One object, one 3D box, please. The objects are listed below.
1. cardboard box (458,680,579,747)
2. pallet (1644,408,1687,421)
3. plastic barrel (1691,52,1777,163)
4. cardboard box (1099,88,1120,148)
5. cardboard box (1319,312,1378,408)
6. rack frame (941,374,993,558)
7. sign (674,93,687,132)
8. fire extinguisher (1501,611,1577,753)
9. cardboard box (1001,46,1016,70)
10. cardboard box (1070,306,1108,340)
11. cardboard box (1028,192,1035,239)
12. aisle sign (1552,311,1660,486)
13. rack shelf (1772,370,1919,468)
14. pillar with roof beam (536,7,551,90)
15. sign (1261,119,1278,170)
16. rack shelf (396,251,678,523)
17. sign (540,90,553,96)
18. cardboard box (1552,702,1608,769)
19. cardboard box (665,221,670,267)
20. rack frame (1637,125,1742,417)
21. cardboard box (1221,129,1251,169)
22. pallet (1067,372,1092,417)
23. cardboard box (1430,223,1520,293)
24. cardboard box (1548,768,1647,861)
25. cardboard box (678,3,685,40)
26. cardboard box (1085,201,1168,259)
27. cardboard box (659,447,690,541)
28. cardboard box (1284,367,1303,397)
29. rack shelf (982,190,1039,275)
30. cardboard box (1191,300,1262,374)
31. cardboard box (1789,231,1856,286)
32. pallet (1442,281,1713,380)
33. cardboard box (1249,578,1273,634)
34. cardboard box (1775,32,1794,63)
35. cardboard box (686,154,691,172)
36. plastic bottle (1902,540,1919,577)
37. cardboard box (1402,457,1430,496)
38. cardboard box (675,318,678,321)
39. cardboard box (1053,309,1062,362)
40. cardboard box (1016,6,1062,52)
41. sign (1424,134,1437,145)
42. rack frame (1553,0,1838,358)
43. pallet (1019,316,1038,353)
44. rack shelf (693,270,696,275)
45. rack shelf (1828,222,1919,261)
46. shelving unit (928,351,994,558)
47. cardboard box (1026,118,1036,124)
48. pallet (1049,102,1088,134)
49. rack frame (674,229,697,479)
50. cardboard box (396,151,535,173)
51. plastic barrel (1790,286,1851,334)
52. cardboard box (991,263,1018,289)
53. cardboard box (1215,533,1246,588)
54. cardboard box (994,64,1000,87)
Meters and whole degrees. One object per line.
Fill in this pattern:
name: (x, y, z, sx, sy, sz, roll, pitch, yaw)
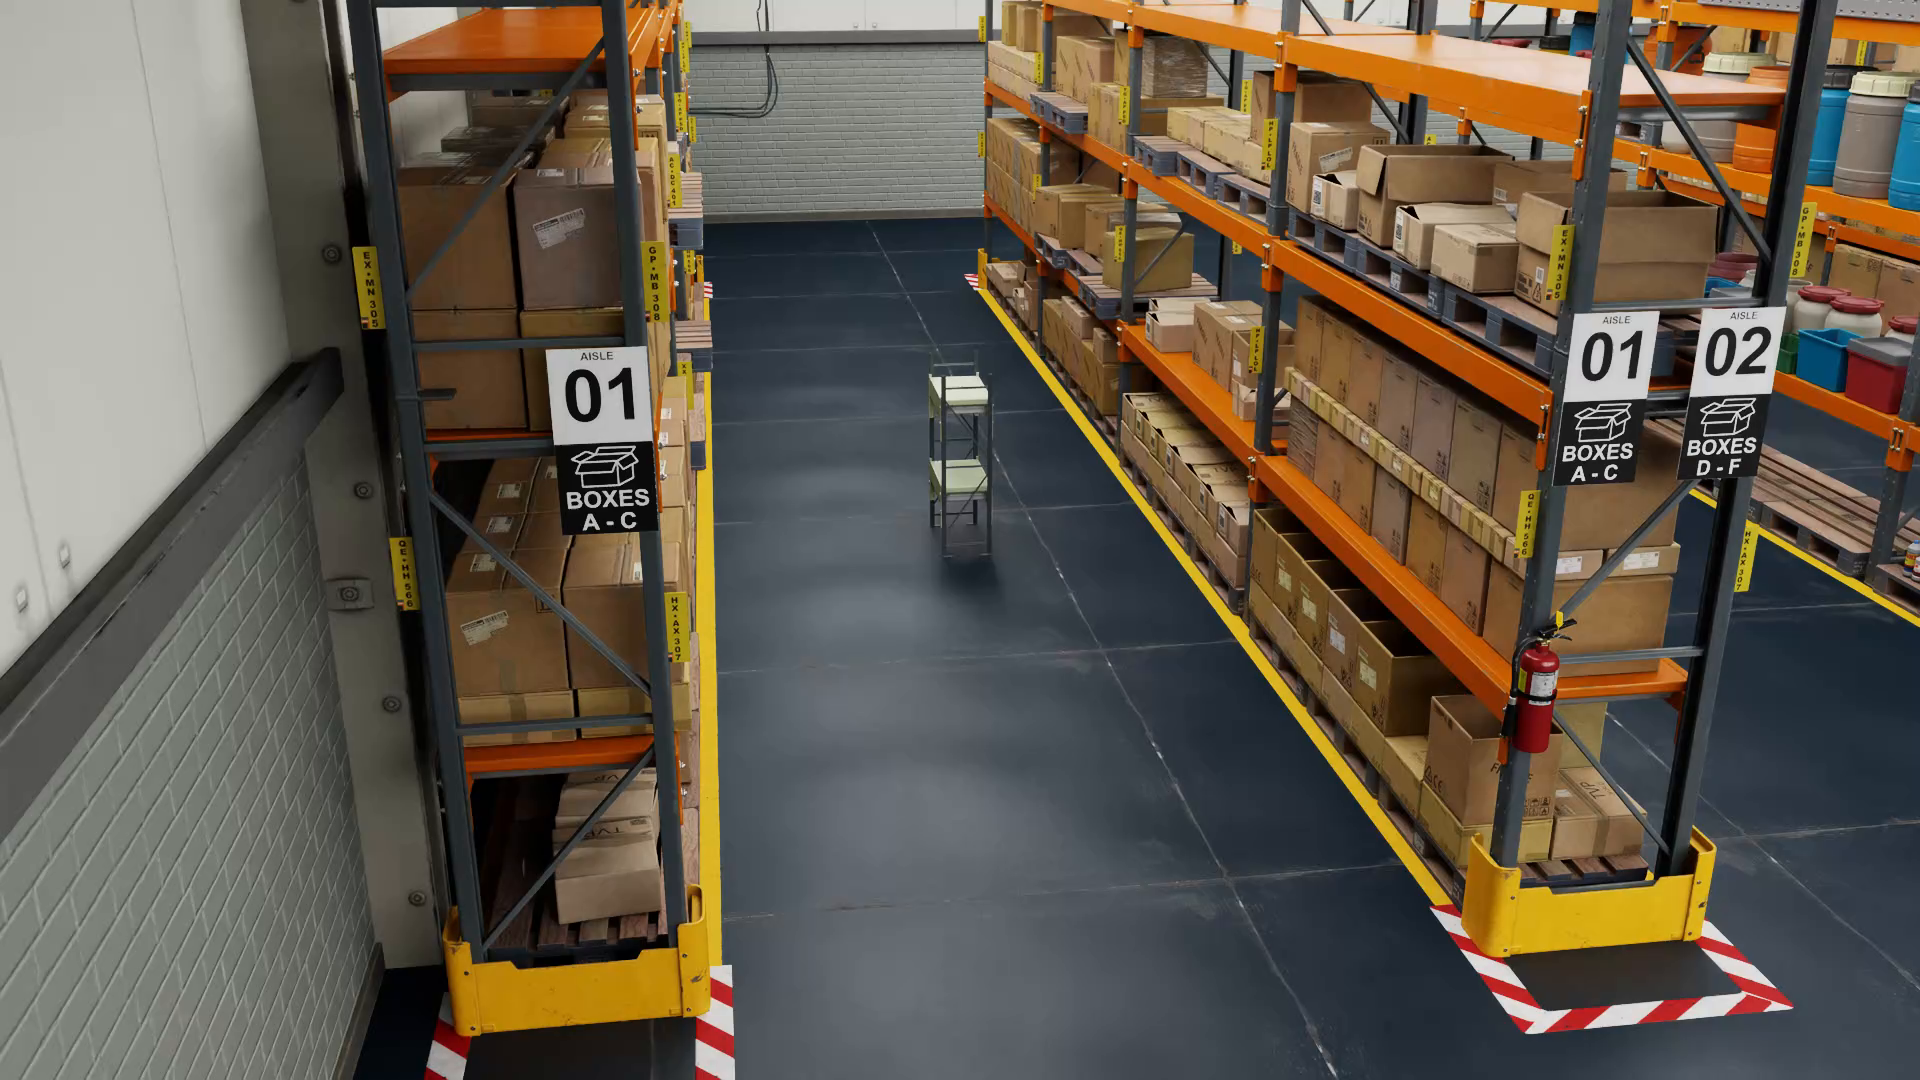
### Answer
cardboard box: (-2.019, 0.720, 7.687, 0.500, 0.250, 0.500, -3, 21, -7)
pallet: (6.736, -1.423, 17.225, 1.003, 0.211, 1.213, -3, 21, -8)
plastic barrel: (6.794, -3.803, 14.608, 0.600, 0.901, 0.600, 0, 20, 0)
cardboard box: (1.819, -3.988, 15.676, 0.910, 0.500, 0.500, -3, 21, -8)
cardboard box: (2.709, -1.151, 10.515, 0.700, 0.500, 0.500, -3, 21, -8)
rack frame: (0.054, -0.574, 13.108, 0.400, 1.500, 0.023, -3, 21, -8)
sign: (-2.376, -3.633, 14.130, 0.100, 0.325, 0.005, -3, 21, -8)
fire extinguisher: (2.699, 0.660, 7.771, 0.296, 0.674, 0.183, -3, 21, -8)
cardboard box: (0.795, -6.012, 20.738, 0.500, 0.250, 0.500, -3, 21, -8)
cardboard box: (1.457, -2.282, 17.410, 0.500, 0.250, 0.500, -3, 21, -9)
cardboard box: (1.086, -3.802, 19.465, 0.500, 0.500, 0.500, -3, 21, -7)
aisle sign: (2.861, -0.620, 7.375, 0.394, 0.787, 0.004, -3, 21, -8)
rack shelf: (7.179, -1.429, 14.283, 1.077, 0.370, 4.000, -3, 21, -8)
pillar with roof beam: (-0.186, -6.570, 18.445, 9.100, 9.000, 0.400, -3, 21, -8)
sign: (2.030, -2.589, 10.885, 0.100, 0.325, 0.005, -3, 21, -8)
rack shelf: (-2.048, -0.950, 8.713, 1.077, 0.370, 4.000, -3, 21, -8)
sign: (-3.463, -3.618, 13.977, 0.100, 0.325, 0.005, -3, 21, -8)
cardboard box: (3.211, 0.930, 9.197, 0.500, 0.500, 0.500, -3, 21, -8)
cardboard box: (-2.019, -1.872, 9.983, 0.500, 0.500, 0.500, -2, 21, -6)
rack frame: (6.891, -2.458, 16.011, 1.000, 3.000, 0.127, -3, 21, -8)
cardboard box: (2.350, -3.022, 12.847, 0.500, 0.250, 0.500, -5, 21, -12)
pallet: (1.746, -1.585, 17.660, 1.003, 0.211, 1.213, -3, 21, -8)
cardboard box: (2.715, -1.423, 8.365, 0.500, 0.250, 0.500, -3, 21, -8)
cardboard box: (3.285, 1.454, 8.865, 0.500, 0.250, 0.500, -3, 21, -8)
cardboard box: (-3.691, -6.419, 20.727, 0.500, 0.500, 0.500, -3, 21, -8)
cardboard box: (1.728, -3.230, 17.334, 0.700, 0.500, 0.500, -8, 22, -21)
cardboard box: (-1.747, -0.189, 9.048, 0.500, 0.500, 0.500, -2, 21, -6)
cardboard box: (2.412, -1.073, 11.232, 0.380, 0.149, 0.250, -3, 21, -8)
rack shelf: (1.124, -3.950, 21.034, 1.077, 0.370, 4.000, -3, 21, -8)
cardboard box: (2.247, -1.677, 13.775, 0.500, 0.500, 0.500, -4, 21, -11)
cardboard box: (11.199, -3.527, 21.309, 0.875, 0.875, 0.875, -3, 21, -8)
pallet: (3.065, -1.050, 8.080, 1.003, 0.211, 1.213, -3, 21, -8)
cardboard box: (2.332, 0.442, 11.575, 0.500, 0.250, 0.500, -3, 21, -8)
cardboard box: (11.035, -6.431, 21.475, 0.700, 0.500, 0.500, -2, 21, -5)
cardboard box: (-3.867, -4.442, 20.893, 0.980, 0.700, 0.700, -3, 21, -8)
plastic bottle: (7.079, 0.131, 12.349, 0.097, 0.271, 0.097, 0, 20, 0)
cardboard box: (2.710, -0.362, 9.328, 0.380, 0.149, 0.250, -2, 21, -6)
cardboard box: (-2.731, -1.976, 15.051, 0.380, 0.149, 0.250, -3, 21, -9)
cardboard box: (1.328, -2.266, 18.440, 0.500, 0.500, 0.500, -3, 21, -7)
cardboard box: (1.072, -6.200, 20.171, 0.700, 0.500, 0.500, -3, 21, -8)
sign: (3.114, -2.538, 11.085, 0.100, 0.325, 0.005, -3, 21, -8)
rack frame: (3.142, -2.250, 6.880, 1.000, 3.000, 0.127, -3, 21, -8)
pallet: (1.314, -2.526, 20.179, 1.003, 0.211, 1.213, -3, 21, -8)
rack shelf: (-3.778, -3.699, 20.362, 1.077, 0.370, 4.000, -3, 21, -8)
rack shelf: (11.504, -3.064, 18.660, 1.077, 0.370, 4.000, -3, 21, -8)
shelving unit: (0.001, -0.700, 13.448, 0.431, 1.500, 0.755, -3, 21, -8)
cardboard box: (1.172, -5.355, 22.194, 0.500, 0.500, 0.500, -3, 21, -8)
pallet: (1.589, -4.324, 16.987, 1.213, 0.211, 1.003, -3, 21, -8)
rack frame: (-2.913, -1.959, 14.674, 1.000, 3.000, 0.127, -3, 21, -8)
cardboard box: (-2.170, -1.443, 7.405, 0.500, 0.500, 0.500, -2, 21, -4)
plastic barrel: (7.378, -1.883, 14.277, 0.433, 0.535, 0.433, 0, 20, 0)
cardboard box: (0.705, -3.522, 22.160, 0.500, 0.250, 0.500, -3, 21, -8)
cardboard box: (2.218, 0.137, 12.391, 0.500, 0.250, 0.500, -3, 21, -8)
cardboard box: (0.717, -5.950, 21.288, 0.500, 0.250, 0.500, -3, 21, -8)
